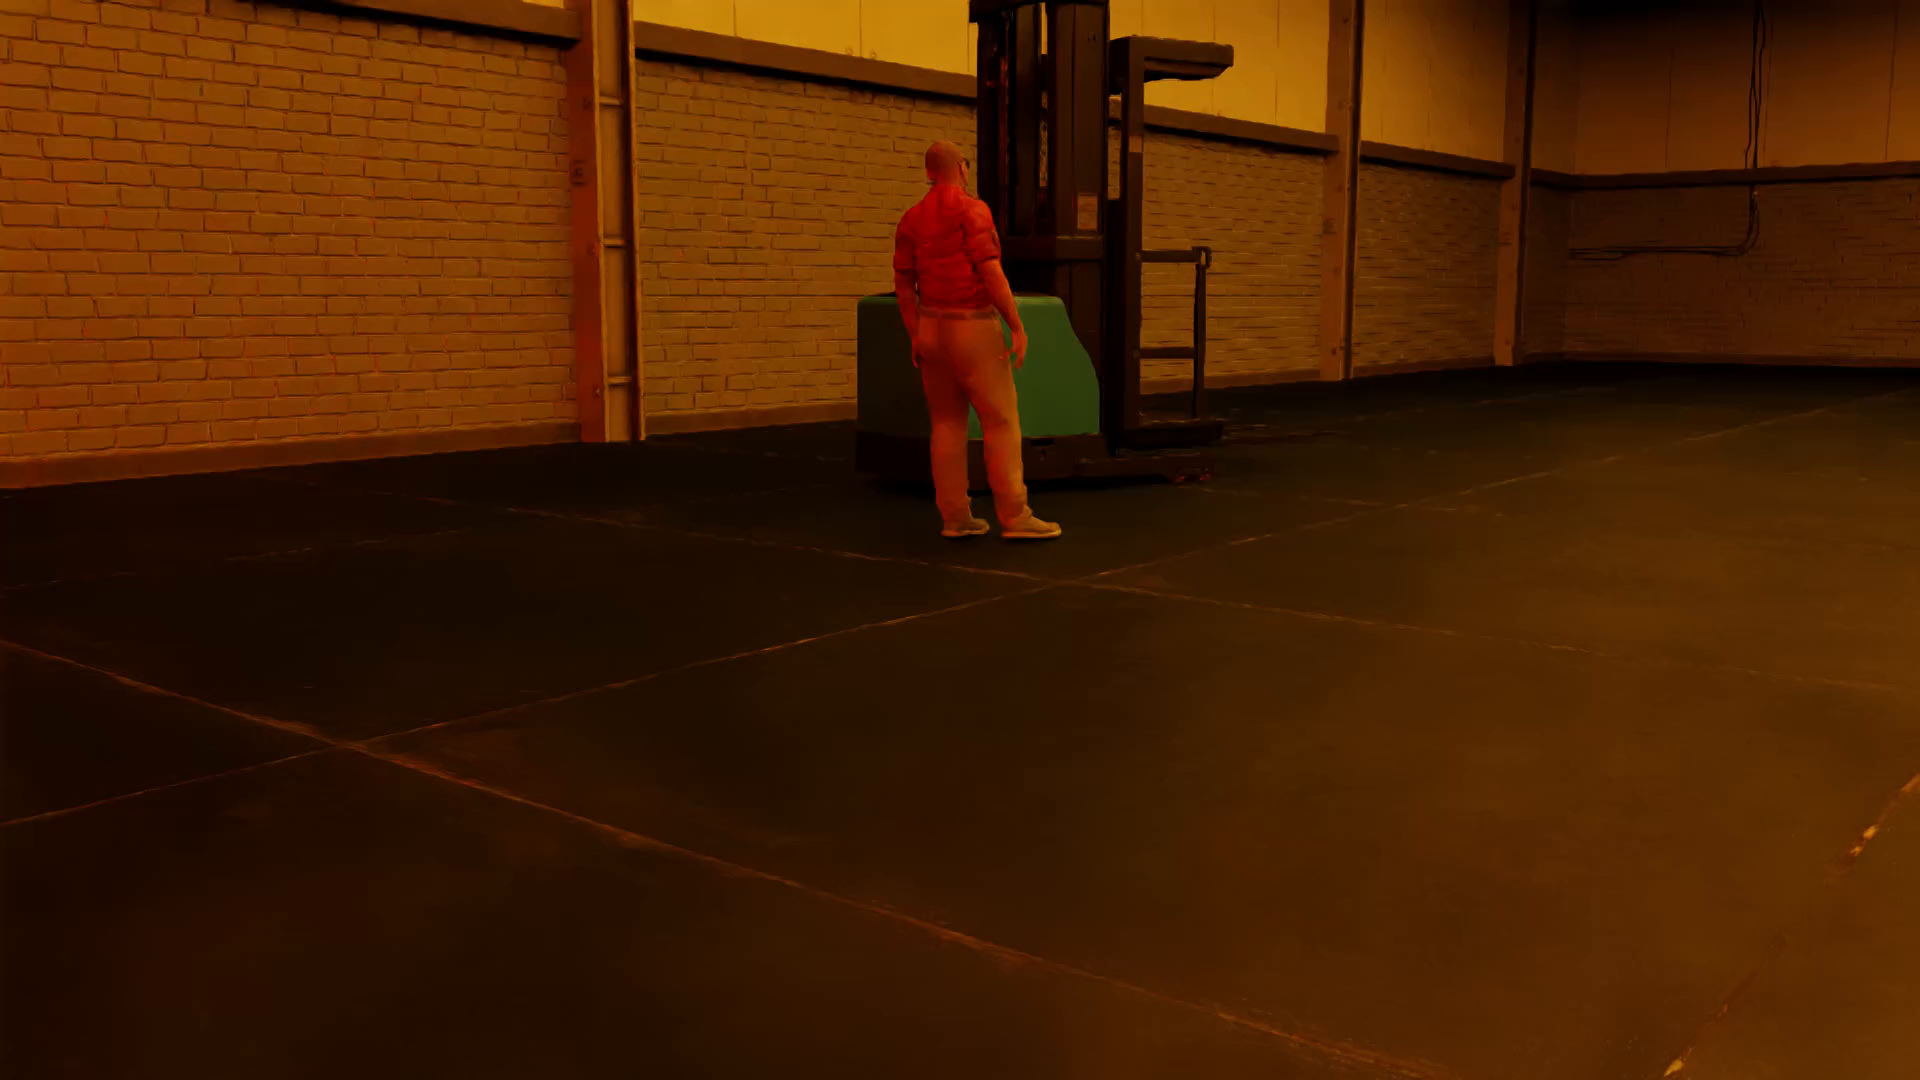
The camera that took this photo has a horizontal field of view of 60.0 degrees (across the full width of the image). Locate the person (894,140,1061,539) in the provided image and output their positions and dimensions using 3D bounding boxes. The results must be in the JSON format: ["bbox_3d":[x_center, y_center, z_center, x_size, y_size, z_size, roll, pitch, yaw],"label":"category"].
[{"bbox_3d":[0.066,-0.872,7.340,0.640,1.727,0.550,7,11,38],"label":"person"}]

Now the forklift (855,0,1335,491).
[{"bbox_3d":[0.917,-1.846,9.898,3.031,2.935,1.130,-5,10,-31],"label":"forklift"}]
